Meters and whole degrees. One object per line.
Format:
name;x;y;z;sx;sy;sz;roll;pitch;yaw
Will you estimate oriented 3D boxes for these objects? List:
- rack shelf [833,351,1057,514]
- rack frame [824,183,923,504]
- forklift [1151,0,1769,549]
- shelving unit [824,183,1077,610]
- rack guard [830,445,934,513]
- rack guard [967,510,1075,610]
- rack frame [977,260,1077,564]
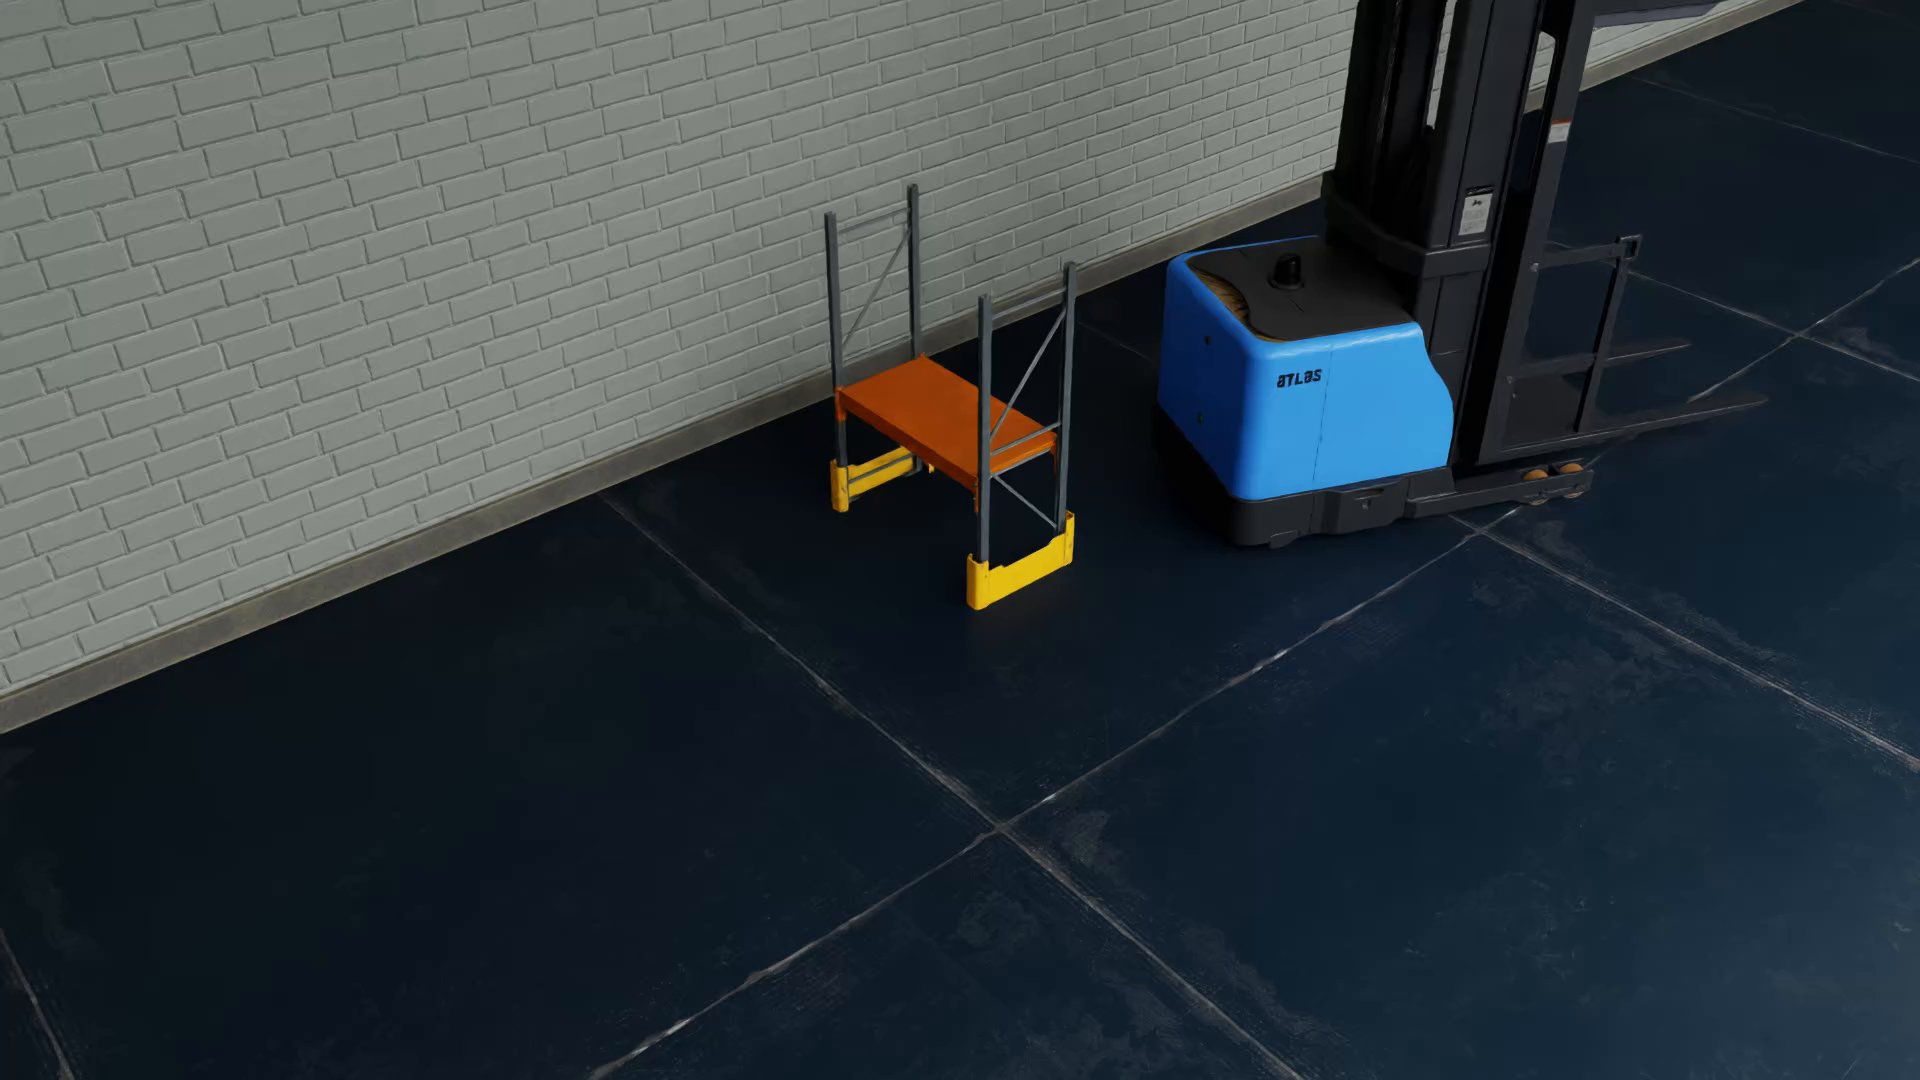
rack shelf;-0.055;-0.503;7.474;0.538;0.185;1.000;-26;43;-32
rack frame;-0.383;-0.874;7.687;0.500;1.500;0.032;-26;43;-32
forklift;2.530;-1.646;7.537;3.031;2.935;1.130;-10;37;-14
shelving unit;-0.049;-0.646;7.364;0.587;1.500;1.083;-26;43;-32
rack guard;-0.371;-0.356;8.036;0.587;0.250;0.087;-26;43;-32
rack guard;0.272;0.084;7.415;0.587;0.250;0.087;-26;43;-32
rack frame;0.273;-0.425;7.053;0.500;1.500;0.032;-26;43;-32
